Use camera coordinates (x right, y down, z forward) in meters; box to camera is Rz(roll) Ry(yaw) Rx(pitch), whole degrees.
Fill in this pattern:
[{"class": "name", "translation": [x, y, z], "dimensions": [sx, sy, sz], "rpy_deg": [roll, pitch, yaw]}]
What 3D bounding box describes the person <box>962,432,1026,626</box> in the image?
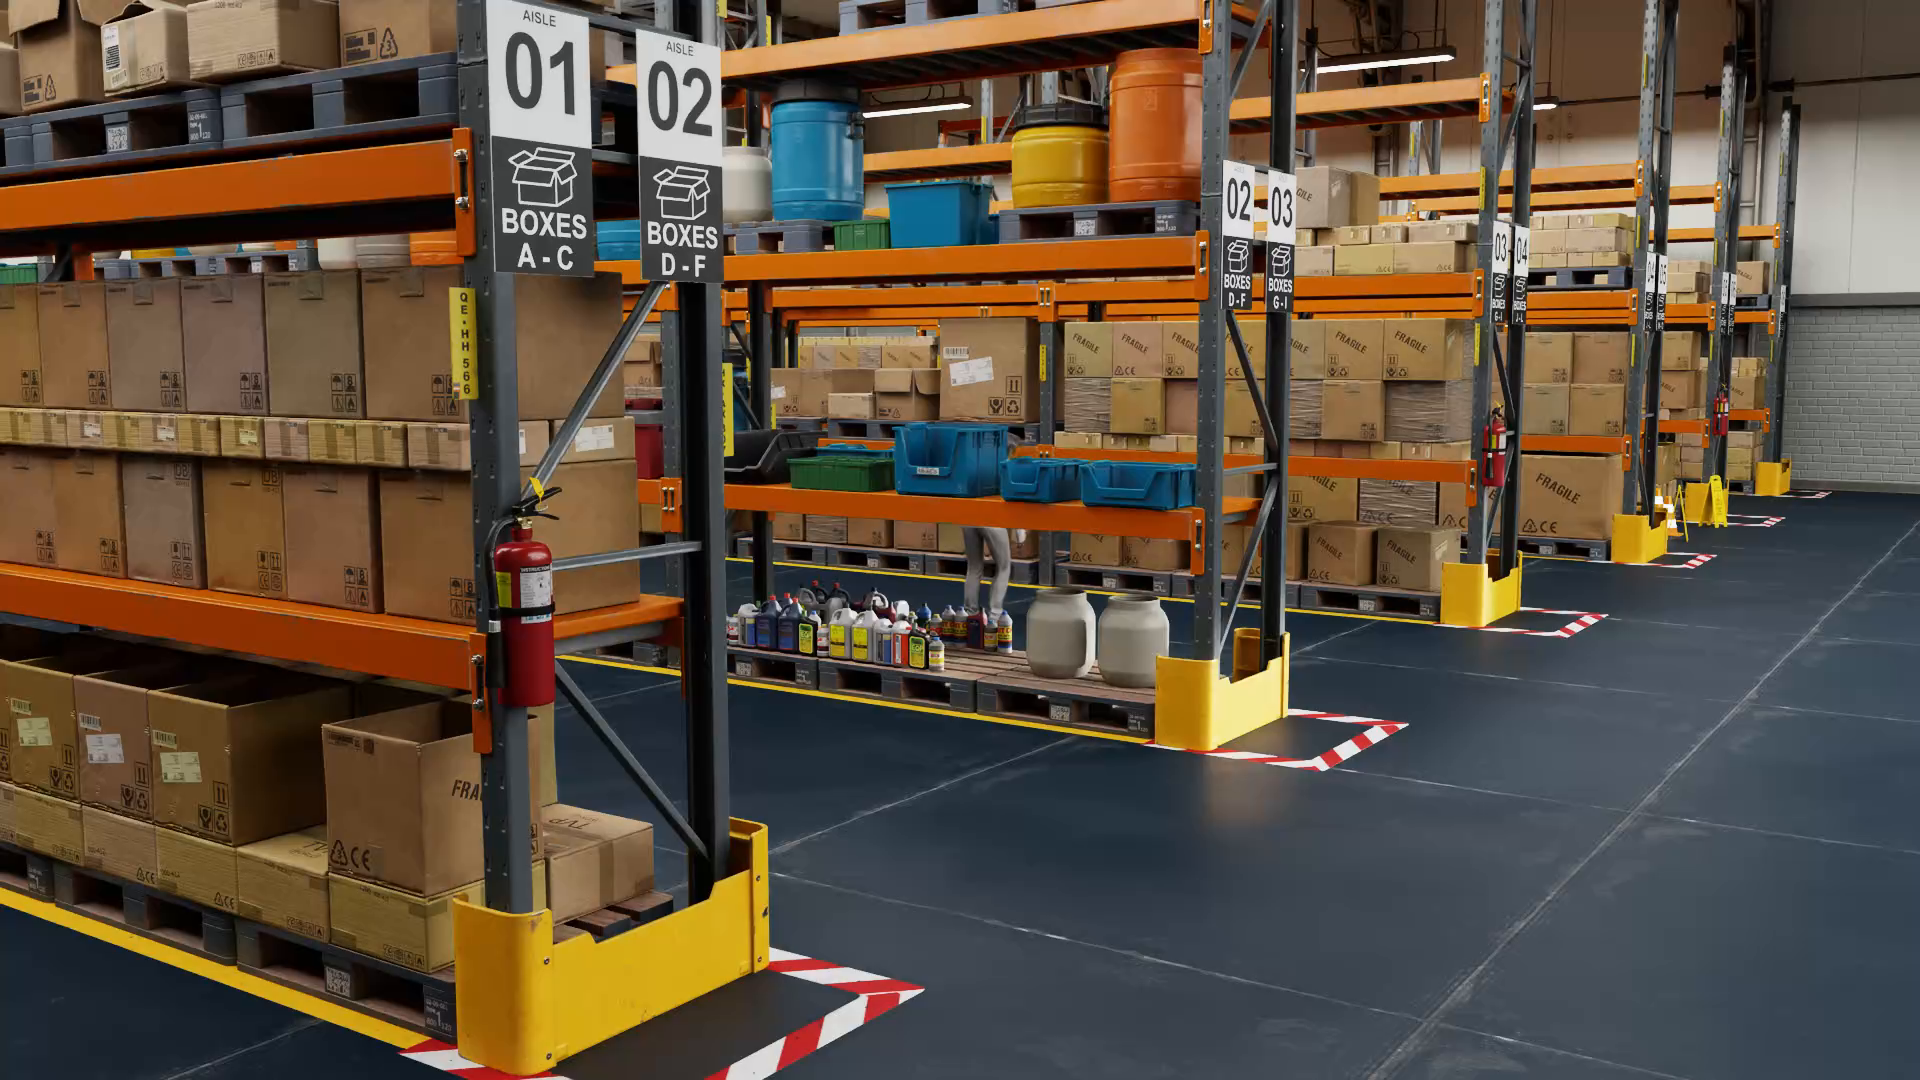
[{"class": "person", "translation": [0.264, -0.093, 13.370], "dimensions": [0.412, 1.551, 0.649], "rpy_deg": [4, 8, 32]}]
